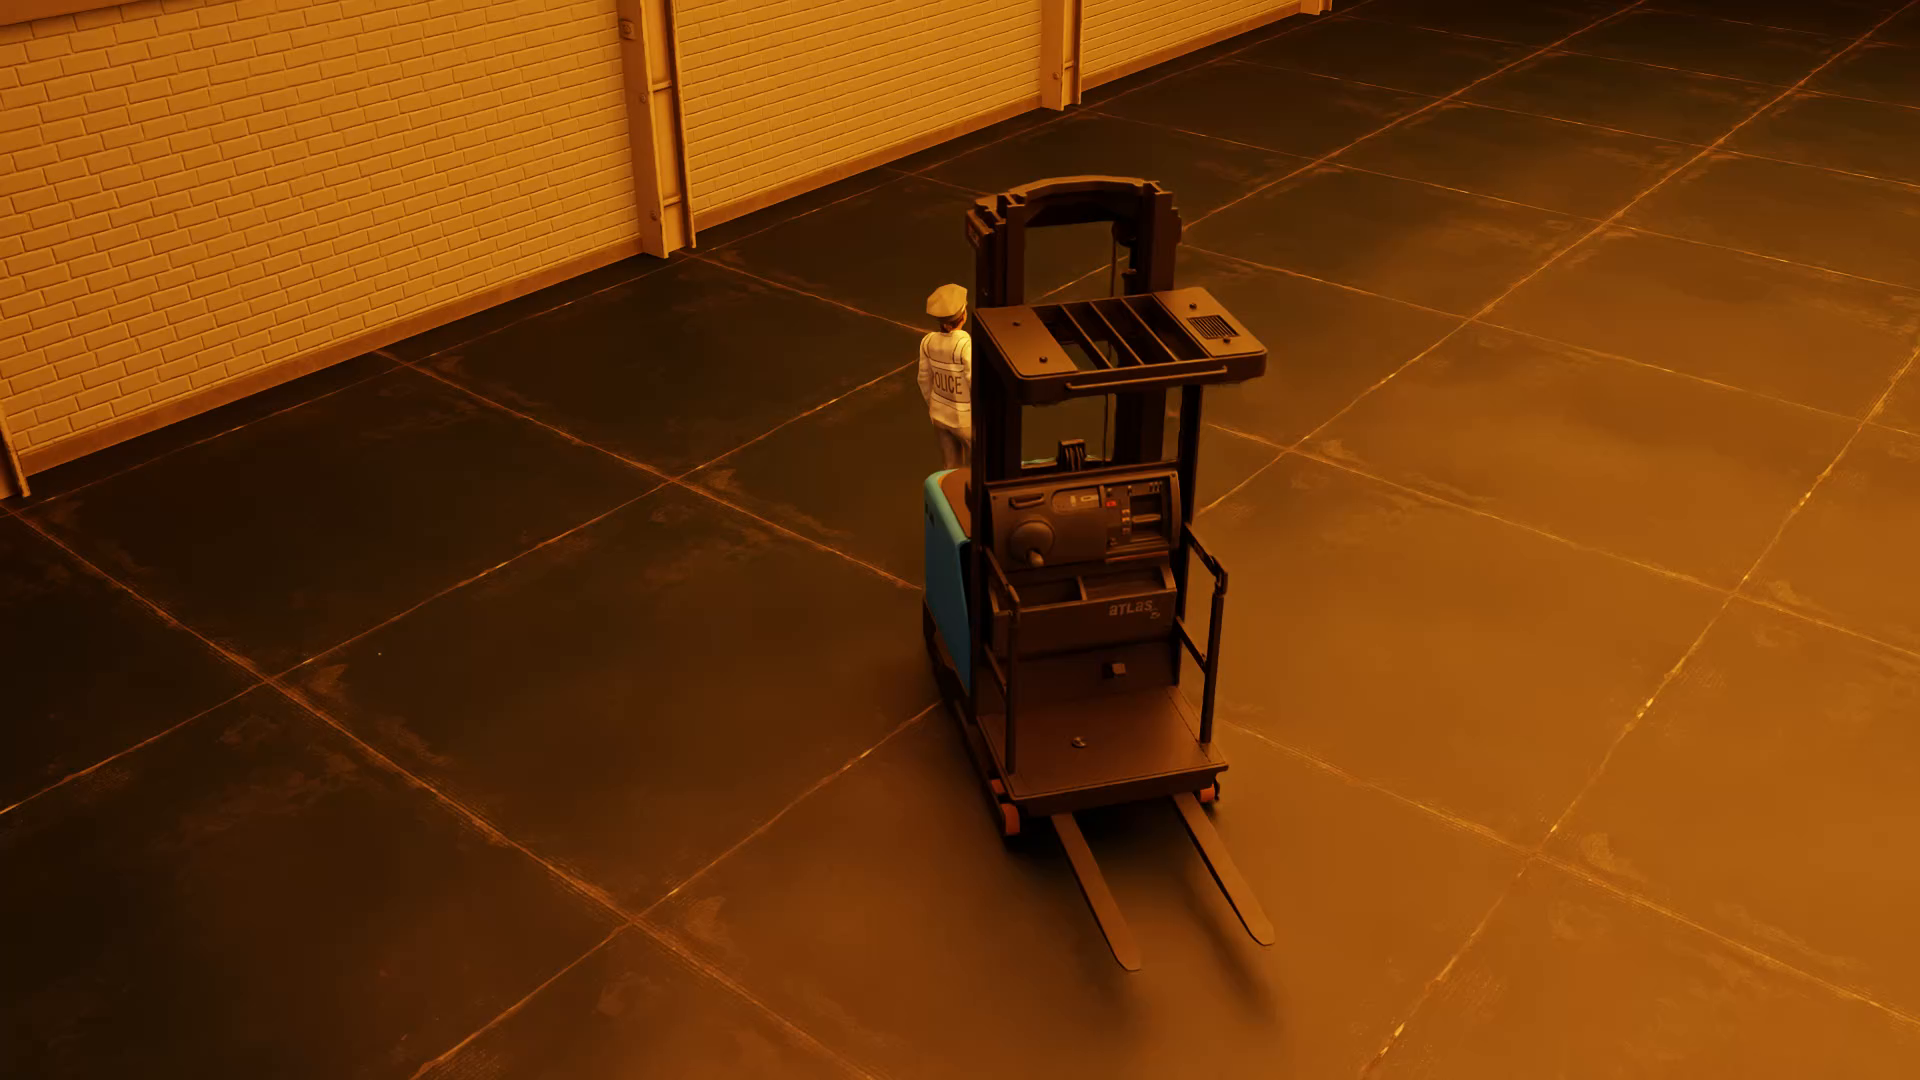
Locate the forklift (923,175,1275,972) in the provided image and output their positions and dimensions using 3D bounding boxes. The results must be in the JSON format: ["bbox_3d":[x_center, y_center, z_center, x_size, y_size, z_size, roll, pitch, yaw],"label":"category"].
[{"bbox_3d":[0.650,-0.048,7.676,1.130,2.935,3.031,-7,31,-12],"label":"forklift"}]

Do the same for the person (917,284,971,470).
[{"bbox_3d":[0.048,-0.762,10.111,0.588,1.695,0.531,22,37,33],"label":"person"}]
